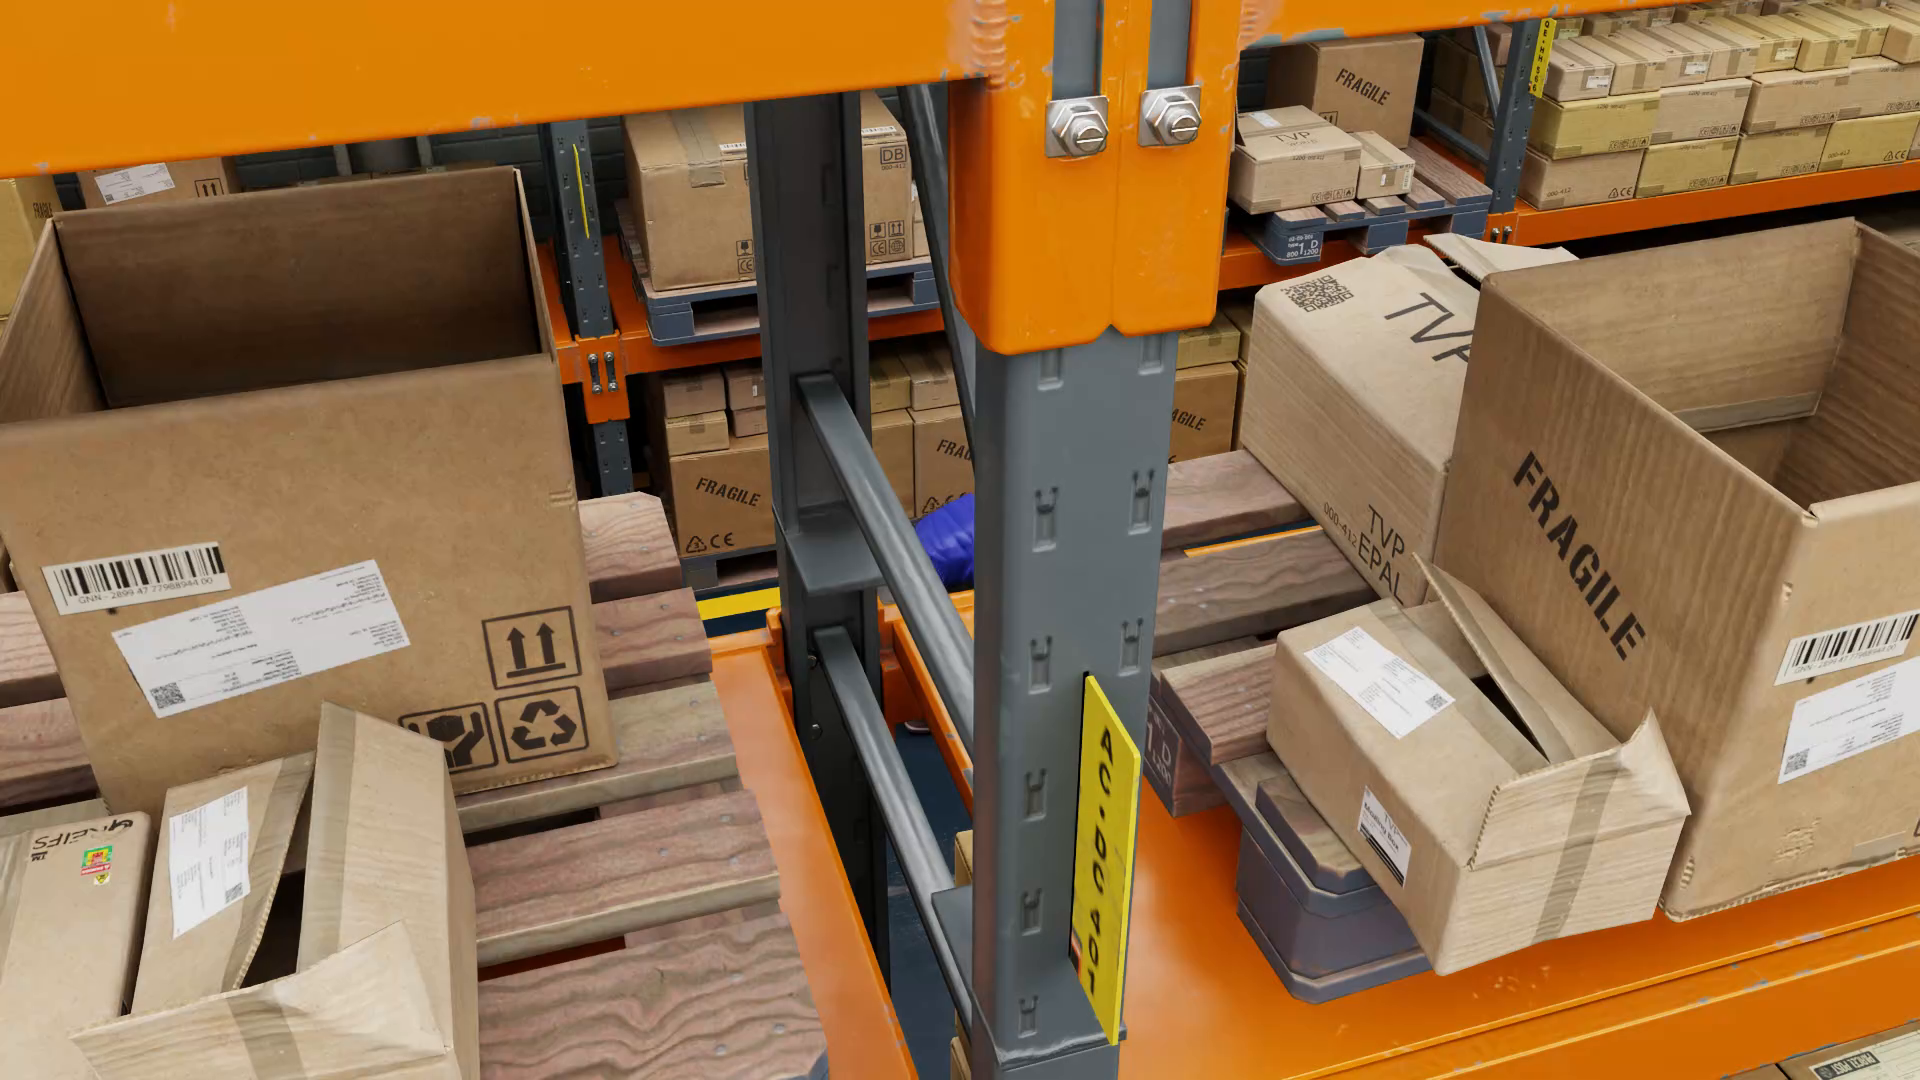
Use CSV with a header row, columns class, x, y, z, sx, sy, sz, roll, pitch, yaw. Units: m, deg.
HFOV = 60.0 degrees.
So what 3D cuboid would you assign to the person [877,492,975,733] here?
class,x,y,z,sx,sy,sz,roll,pitch,yaw
person,0.040,0.243,6.426,0.867,0.947,0.459,-12,36,-17
